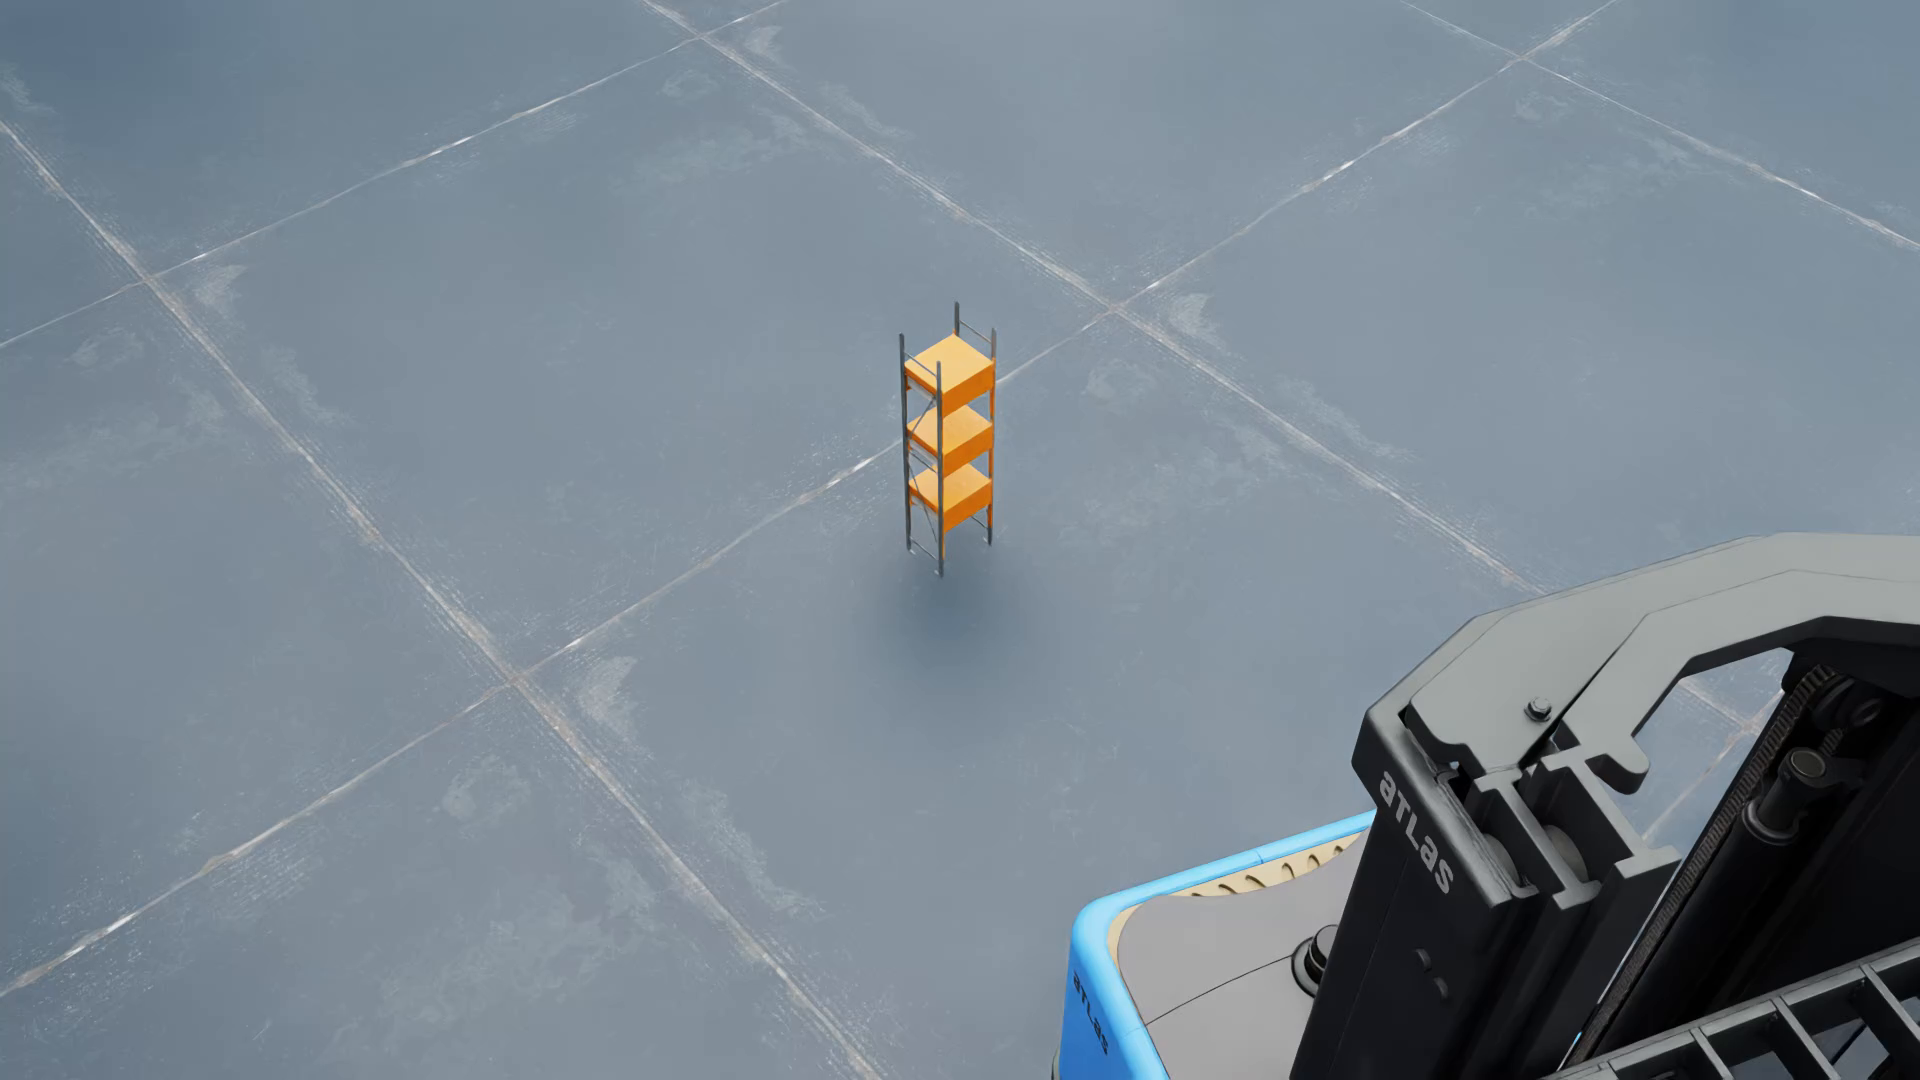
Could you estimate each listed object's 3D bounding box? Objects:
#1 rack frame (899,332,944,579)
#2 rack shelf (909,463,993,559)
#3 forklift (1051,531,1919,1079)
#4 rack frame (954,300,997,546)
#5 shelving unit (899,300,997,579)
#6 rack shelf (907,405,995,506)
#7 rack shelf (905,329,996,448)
[{"bbox_3d":[-0.130,-0.269,5.784,0.008,1.050,0.200,-34,56,-27],"label":"rack frame"},{"bbox_3d":[-0.040,-0.134,6.052,0.240,0.259,0.215,-34,56,-27],"label":"rack shelf"},{"bbox_3d":[1.226,1.517,2.856,1.130,2.935,3.031,-15,49,-13],"label":"forklift"},{"bbox_3d":[0.051,-0.390,5.895,0.008,1.050,0.200,-34,56,-27],"label":"rack frame"},{"bbox_3d":[-0.040,-0.330,5.840,0.252,1.050,0.215,-34,56,-27],"label":"shelving unit"},{"bbox_3d":[-0.040,-0.322,5.848,0.240,0.259,0.215,-34,56,-27],"label":"rack shelf"},{"bbox_3d":[-0.040,-0.515,5.639,0.240,0.259,0.215,-34,56,-27],"label":"rack shelf"}]
